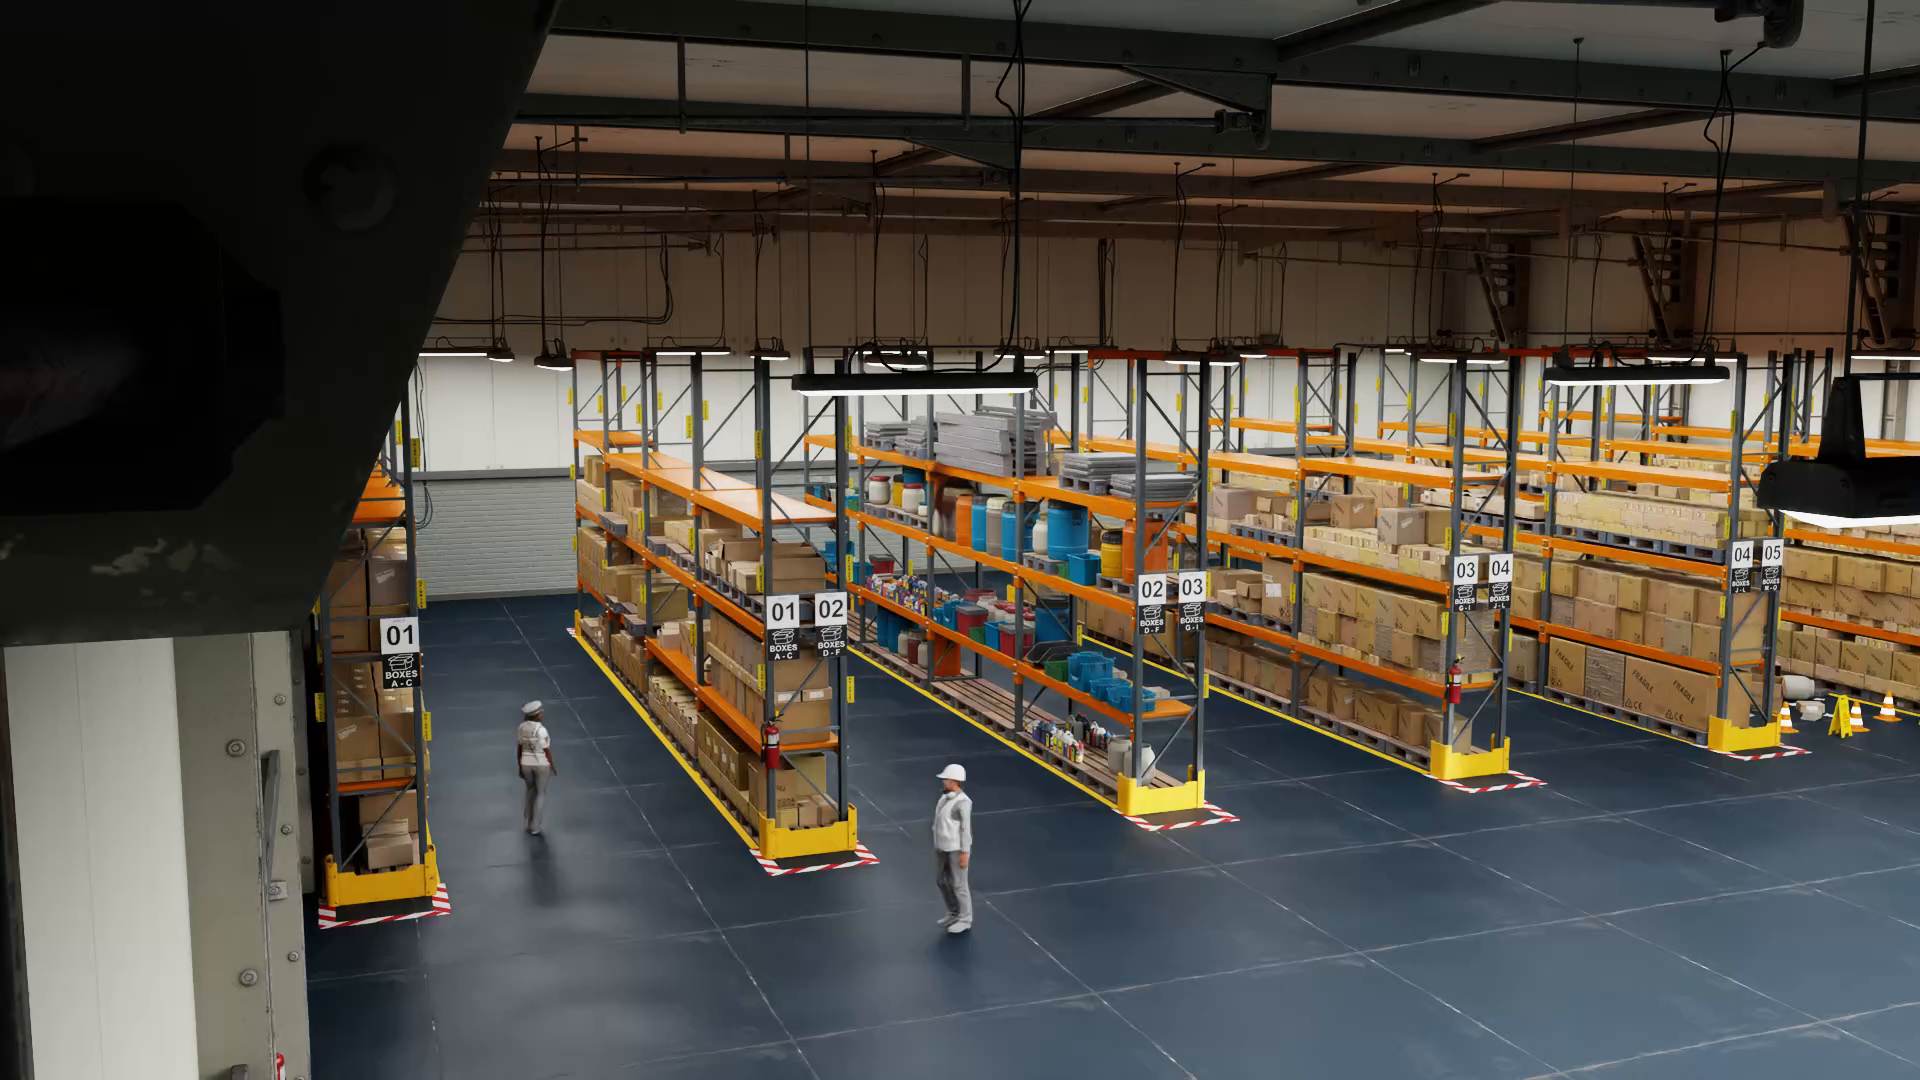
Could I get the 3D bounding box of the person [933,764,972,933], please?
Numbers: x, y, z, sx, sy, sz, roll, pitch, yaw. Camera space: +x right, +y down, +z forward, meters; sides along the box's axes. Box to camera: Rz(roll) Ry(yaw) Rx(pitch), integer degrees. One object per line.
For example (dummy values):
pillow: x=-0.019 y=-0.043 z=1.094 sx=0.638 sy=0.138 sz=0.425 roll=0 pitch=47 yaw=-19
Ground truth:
person: x=-0.078 y=3.270 z=17.649 sx=0.368 sy=1.808 sz=0.595 roll=-4 pitch=8 yaw=-29

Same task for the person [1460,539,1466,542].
person: x=11.090 y=0.879 z=36.897 sx=0.470 sy=1.810 sz=0.604 roll=1 pitch=7 yaw=8

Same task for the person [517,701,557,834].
person: x=-5.370 y=2.883 z=21.099 sx=0.480 sy=1.724 sz=0.463 roll=1 pitch=7 yaw=12
